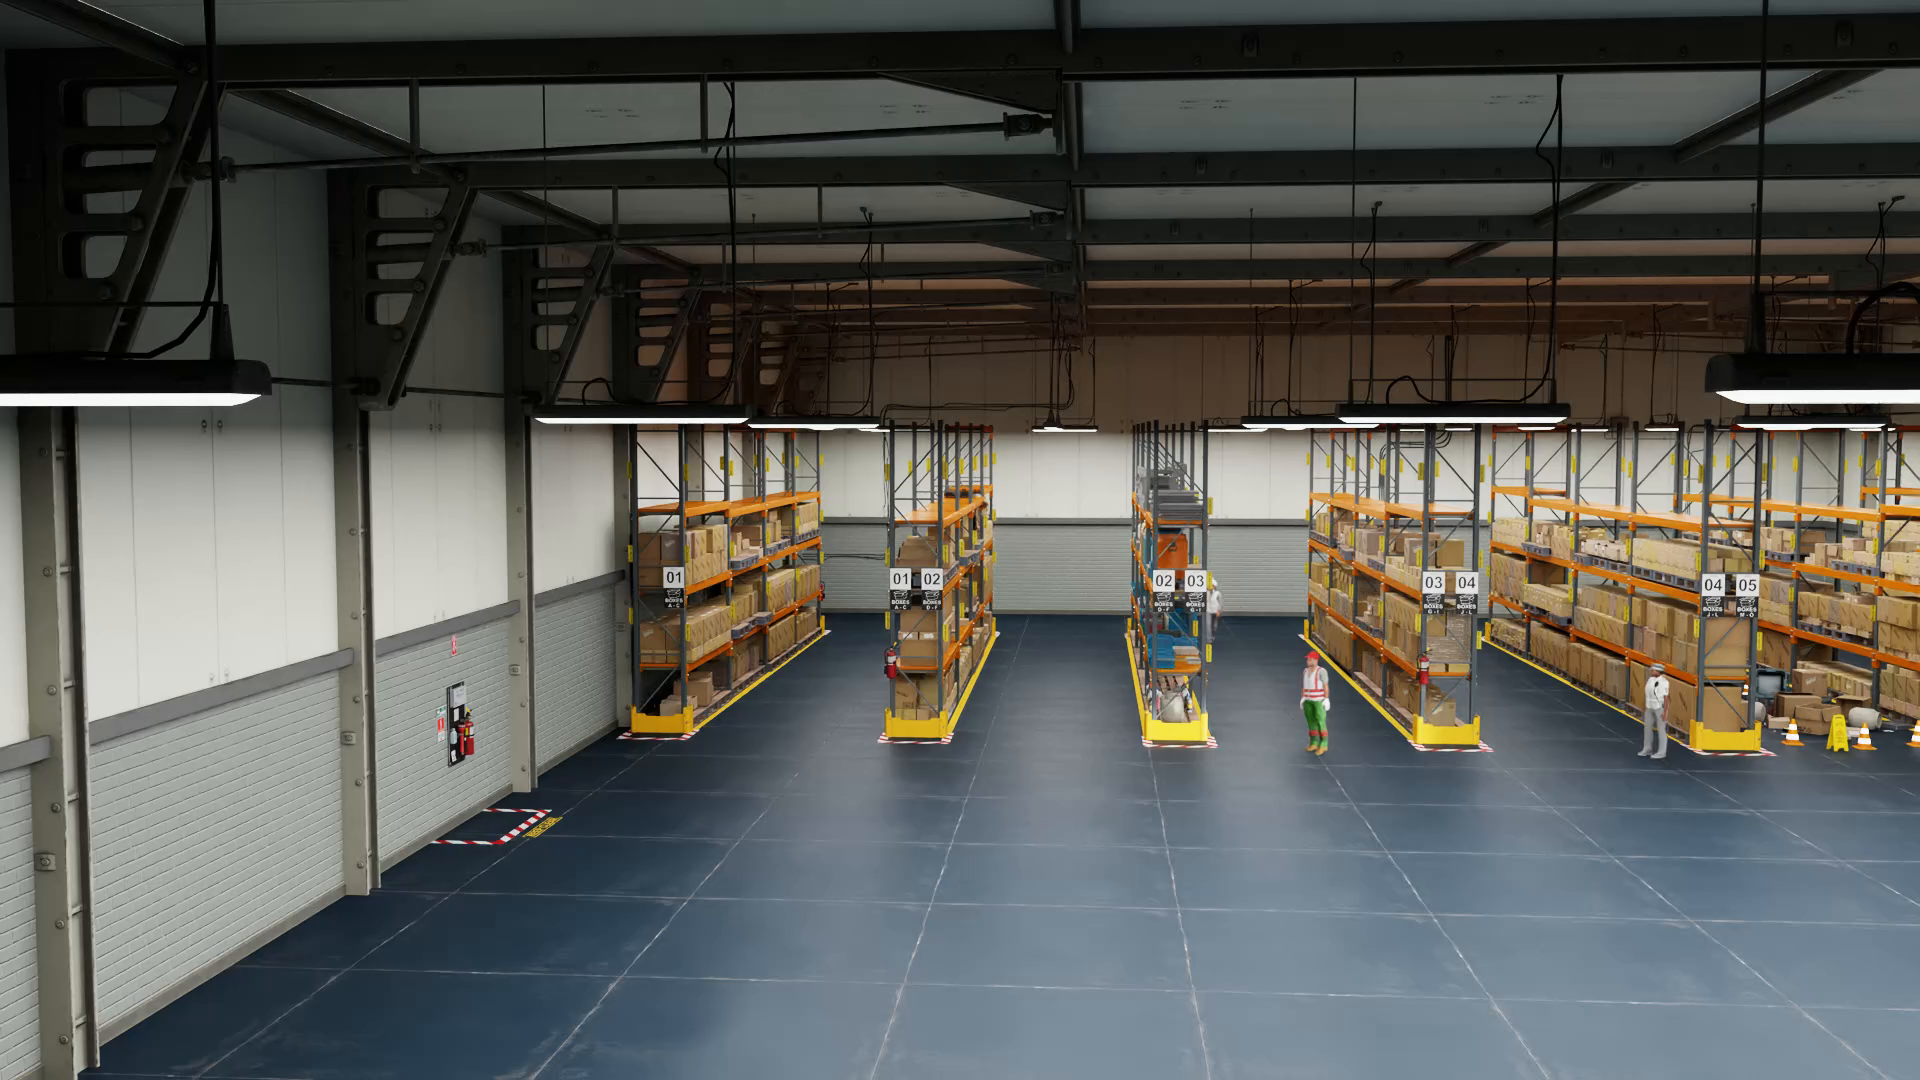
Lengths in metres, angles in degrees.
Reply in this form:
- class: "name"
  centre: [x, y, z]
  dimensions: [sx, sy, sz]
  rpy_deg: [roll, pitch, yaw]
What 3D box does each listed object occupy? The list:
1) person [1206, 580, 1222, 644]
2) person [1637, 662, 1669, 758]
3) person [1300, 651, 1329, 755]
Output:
- class: "person"
  centre: [6.937, 1.973, 45.632]
  dimensions: [0.486, 1.727, 1.061]
  rpy_deg: [0, 4, 0]
- class: "person"
  centre: [12.303, 3.006, 29.466]
  dimensions: [0.401, 1.680, 0.510]
  rpy_deg: [-2, 4, -29]
- class: "person"
  centre: [6.374, 2.925, 30.059]
  dimensions: [0.426, 1.808, 0.609]
  rpy_deg: [-3, 5, -40]
